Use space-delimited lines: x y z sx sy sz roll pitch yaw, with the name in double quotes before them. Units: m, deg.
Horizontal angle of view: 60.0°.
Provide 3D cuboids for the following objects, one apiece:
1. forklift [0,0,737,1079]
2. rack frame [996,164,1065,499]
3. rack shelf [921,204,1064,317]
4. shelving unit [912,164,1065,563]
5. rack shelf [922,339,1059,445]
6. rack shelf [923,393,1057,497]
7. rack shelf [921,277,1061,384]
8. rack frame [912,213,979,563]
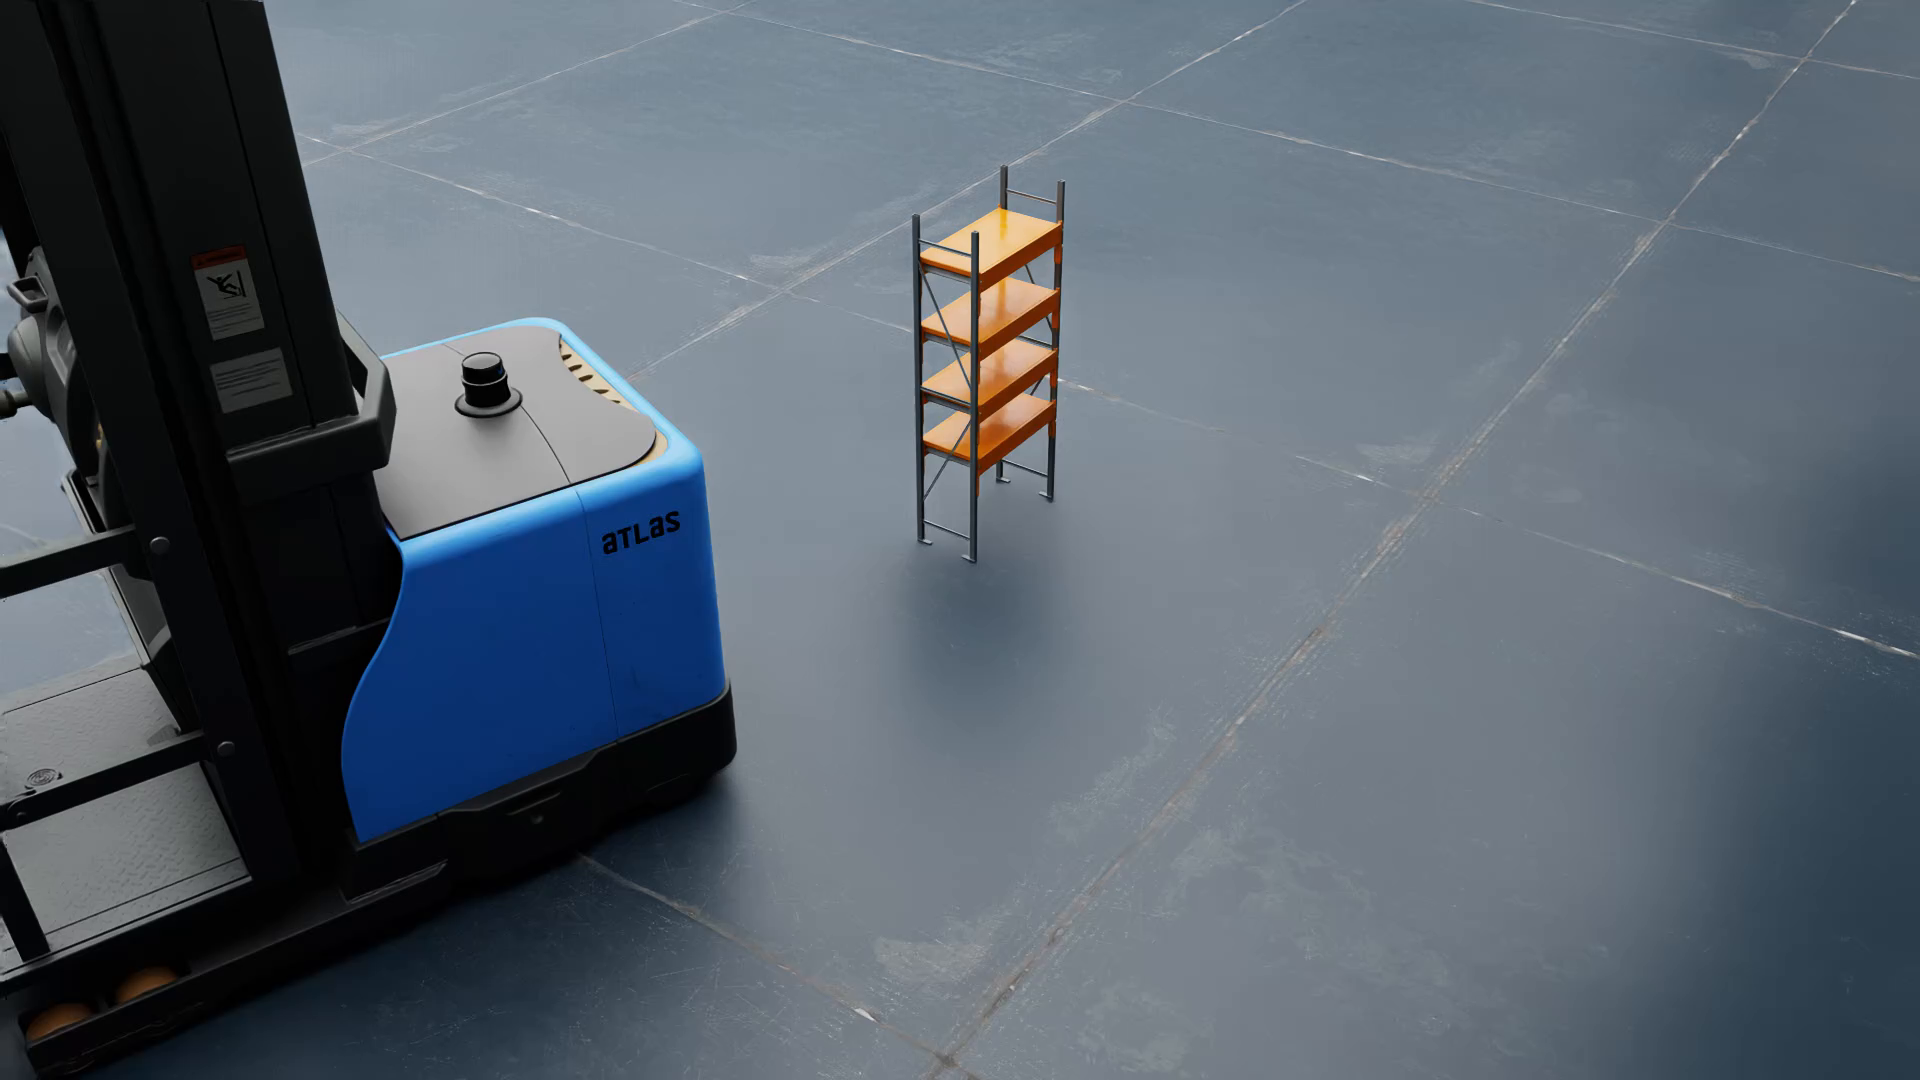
"forklift" -2.139 -0.301 3.579 3.031 2.935 1.130 -21 39 -28
"rack frame" 0.234 -0.686 5.693 0.240 1.200 0.015 21 39 28
"rack shelf" 0.094 -0.899 5.306 0.258 0.148 0.480 21 39 28
"shelving unit" 0.094 -0.573 5.527 0.258 1.200 0.503 21 39 28
"rack shelf" 0.094 -0.517 5.564 0.258 0.148 0.480 21 39 28
"rack shelf" 0.094 -0.353 5.675 0.258 0.148 0.480 21 39 28
"rack shelf" 0.094 -0.703 5.439 0.258 0.148 0.480 21 39 28
"rack frame" -0.045 -0.461 5.361 0.240 1.200 0.015 21 39 28
